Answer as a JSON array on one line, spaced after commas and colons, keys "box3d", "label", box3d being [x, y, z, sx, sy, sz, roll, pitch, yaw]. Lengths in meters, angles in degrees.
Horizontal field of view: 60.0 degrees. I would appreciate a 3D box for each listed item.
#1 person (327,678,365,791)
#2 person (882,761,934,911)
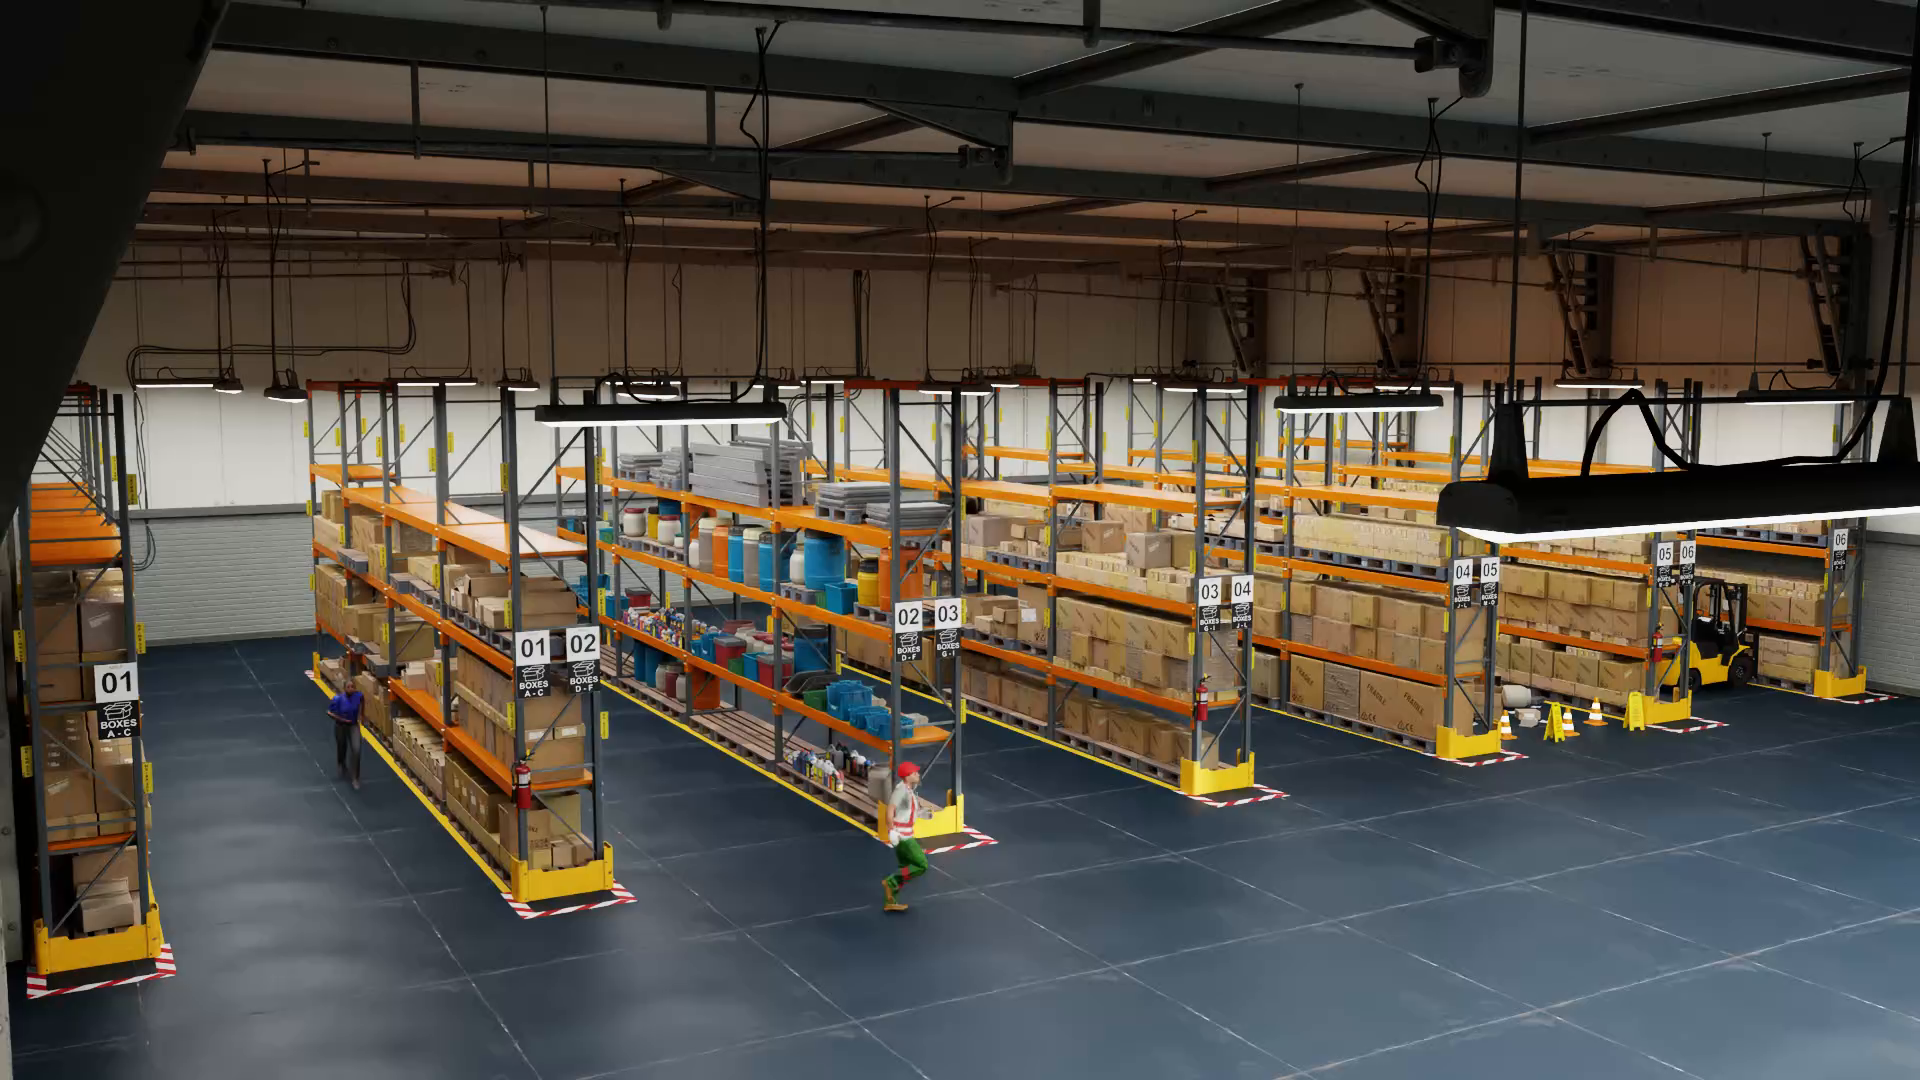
[{"box3d": [-9.234, 2.871, 25.046, 0.580, 1.658, 1.048, -3, 7, -29], "label": "person"}, {"box3d": [-0.601, 3.423, 19.223, 0.616, 1.732, 0.661, 0, 6, -3], "label": "person"}]
